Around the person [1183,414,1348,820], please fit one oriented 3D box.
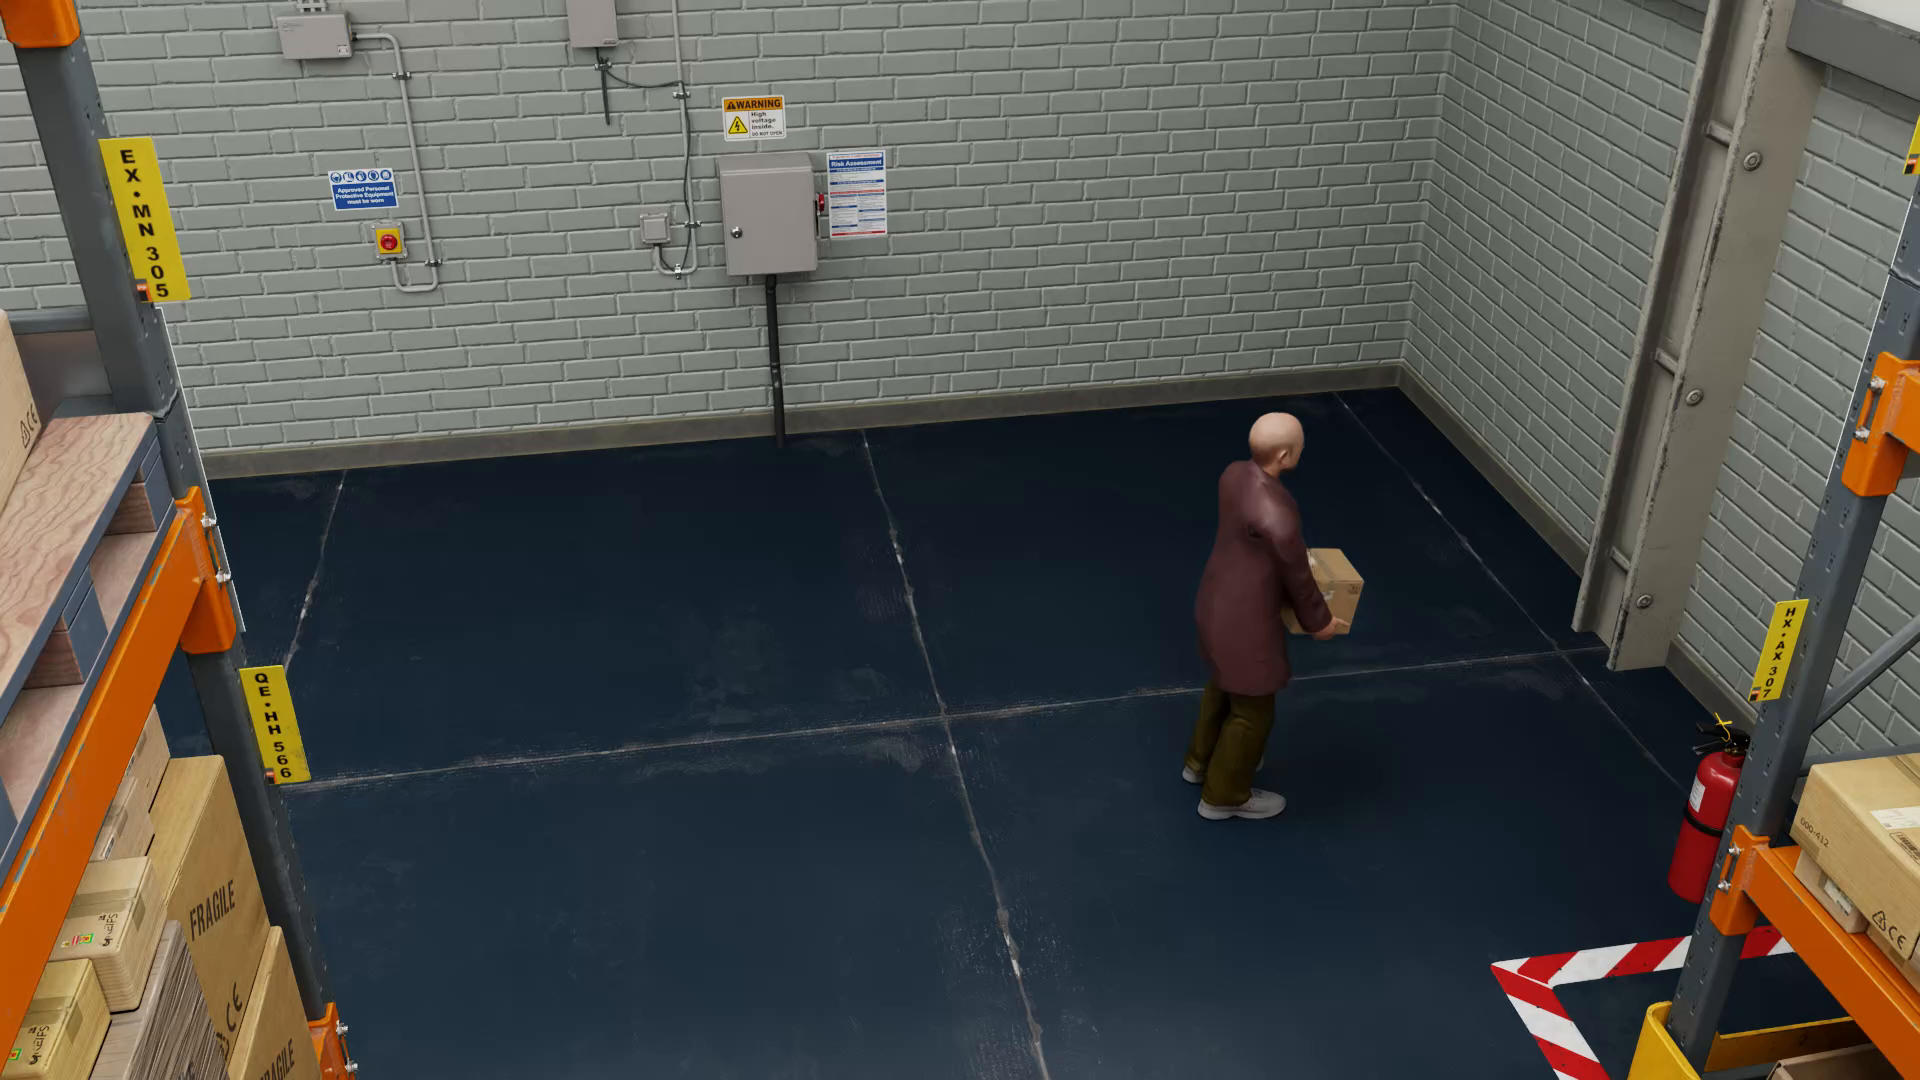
[{"bbox_3d":[1.216,0.298,6.642,0.563,1.769,0.529,-5,31,-8],"label":"person"}]
